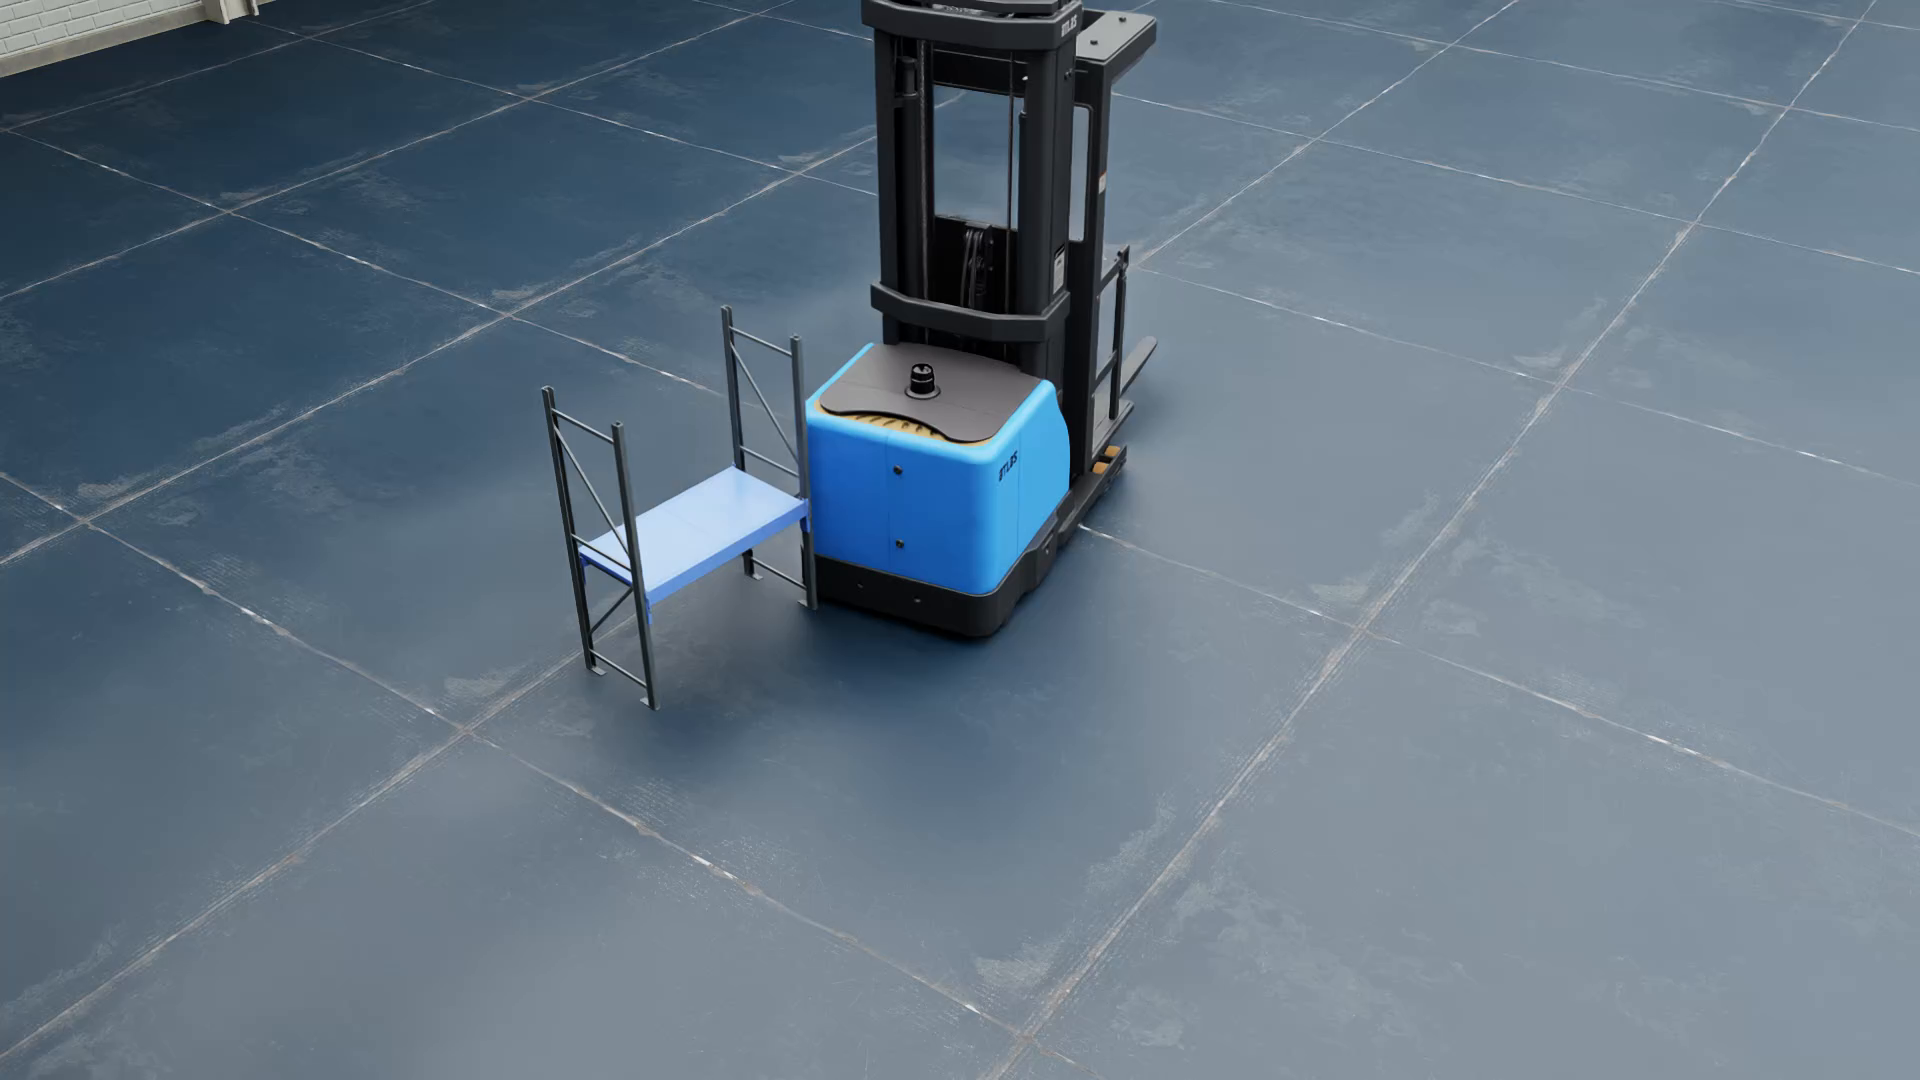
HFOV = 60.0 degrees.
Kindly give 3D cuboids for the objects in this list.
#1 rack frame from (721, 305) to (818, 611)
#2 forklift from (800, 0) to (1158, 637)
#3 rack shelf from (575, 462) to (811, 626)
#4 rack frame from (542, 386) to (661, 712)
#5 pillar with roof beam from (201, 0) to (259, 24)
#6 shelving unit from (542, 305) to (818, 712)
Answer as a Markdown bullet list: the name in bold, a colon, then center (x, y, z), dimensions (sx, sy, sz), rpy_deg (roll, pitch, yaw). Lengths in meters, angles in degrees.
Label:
- **rack frame**: center (-0.904, -0.366, 7.952), dimensions (0.500, 1.500, 0.032), rpy_deg (26, 42, 33)
- **forklift**: center (0.282, -1.567, 8.450), dimensions (1.130, 2.935, 3.031), rpy_deg (14, 37, 20)
- **rack shelf**: center (-1.236, -0.001, 7.734), dimensions (0.538, 0.185, 1.000), rpy_deg (26, 42, 33)
- **rack frame**: center (-1.569, 0.065, 7.315), dimensions (0.500, 1.500, 0.032), rpy_deg (26, 42, 33)
- **pillar with roof beam**: center (-3.623, -7.506, 11.816), dimensions (9.100, 9.000, 0.400), rpy_deg (21, 39, 28)
- **shelving unit**: center (-1.236, -0.150, 7.634), dimensions (0.538, 1.500, 1.048), rpy_deg (26, 42, 33)
